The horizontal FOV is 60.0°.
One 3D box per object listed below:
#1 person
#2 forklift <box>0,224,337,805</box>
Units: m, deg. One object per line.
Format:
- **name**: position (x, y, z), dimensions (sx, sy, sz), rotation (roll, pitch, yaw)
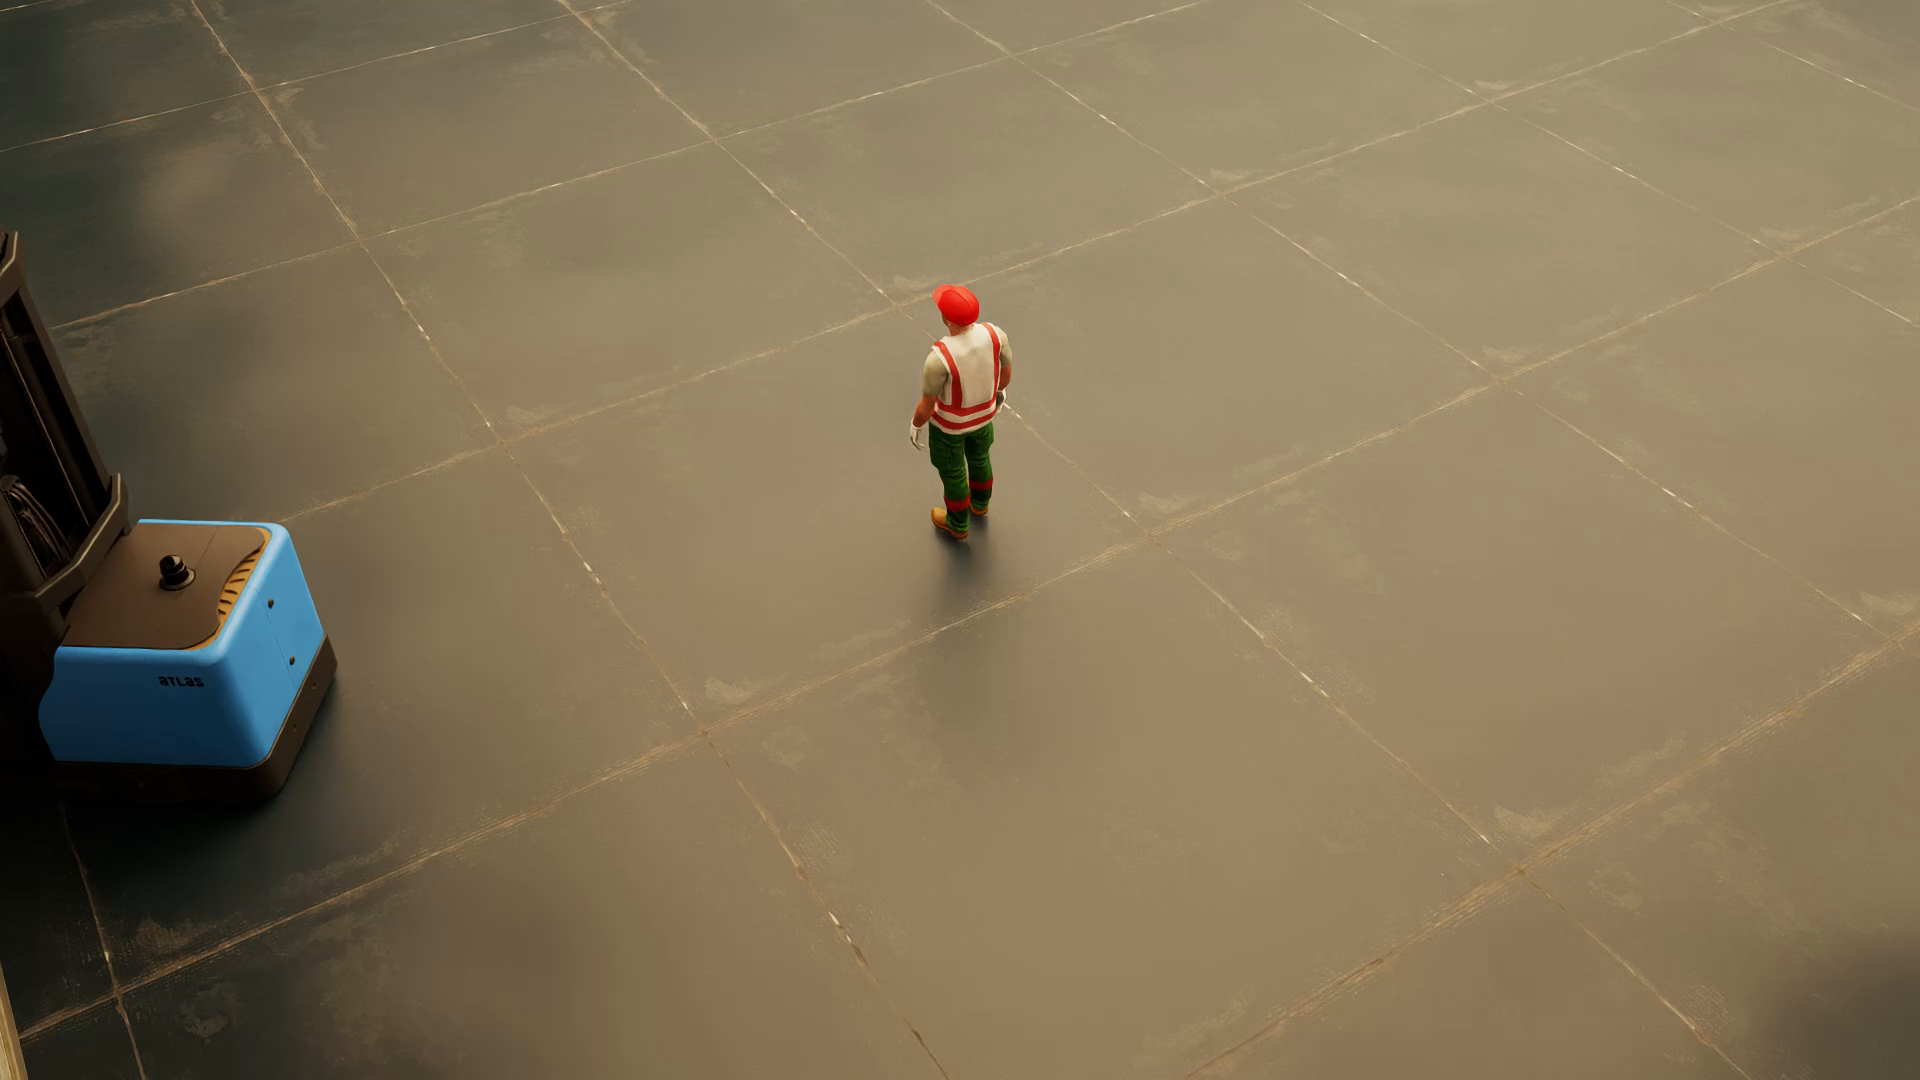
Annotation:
- **person**: position (-0.032, -0.758, 9.534), dimensions (0.637, 1.787, 0.564), rotation (-23, 46, -24)
- **forklift**: position (-4.974, -0.108, 7.995), dimensions (3.031, 2.935, 1.130), rotation (2, 41, 2)
